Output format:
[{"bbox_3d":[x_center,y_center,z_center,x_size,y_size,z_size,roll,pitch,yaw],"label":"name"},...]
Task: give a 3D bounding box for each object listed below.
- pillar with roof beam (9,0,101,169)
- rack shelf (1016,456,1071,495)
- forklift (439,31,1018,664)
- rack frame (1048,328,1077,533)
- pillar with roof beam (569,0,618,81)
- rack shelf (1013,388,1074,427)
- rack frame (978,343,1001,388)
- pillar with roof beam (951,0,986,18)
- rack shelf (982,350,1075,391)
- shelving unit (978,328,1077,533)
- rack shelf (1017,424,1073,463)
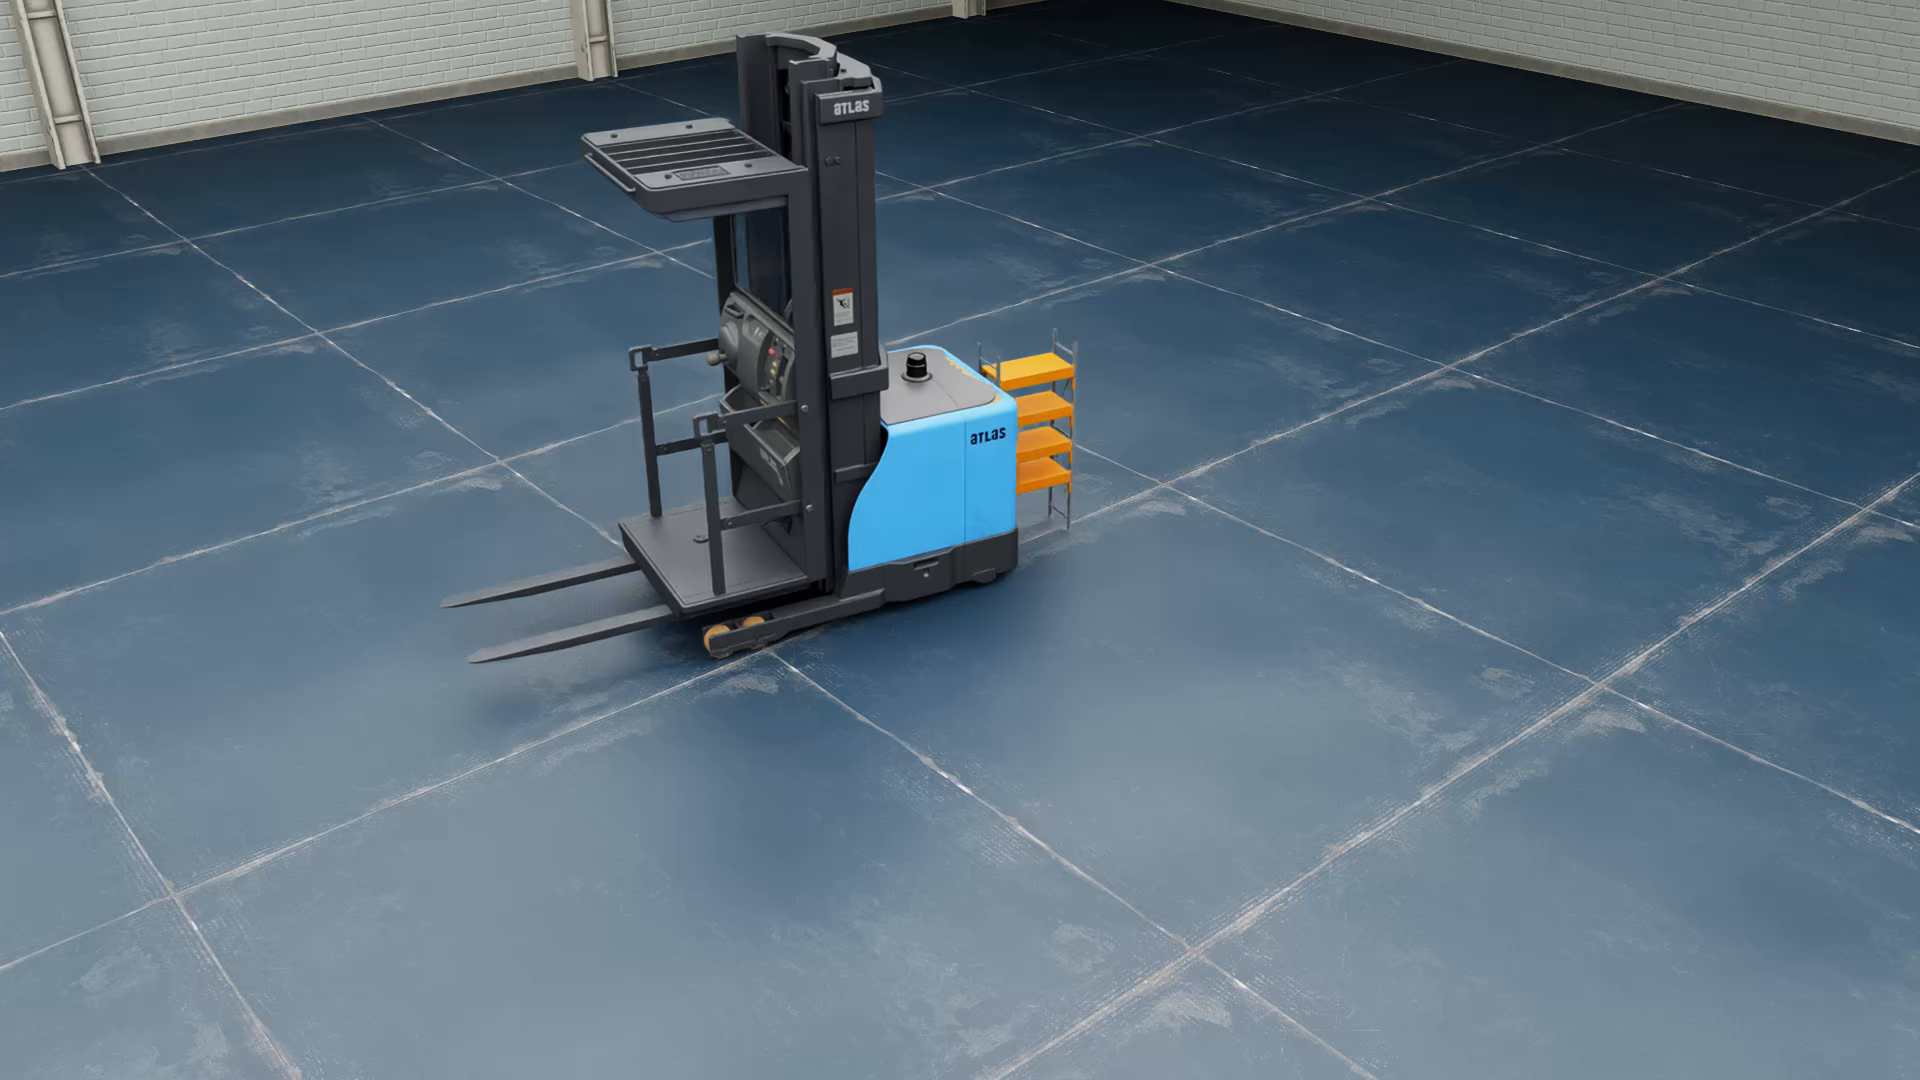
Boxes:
[{"bbox_3d":[-6.211,-6.270,11.935,0.400,9.000,9.100,-22,35,-35],"label":"pillar with roof beam"},{"bbox_3d":[0.377,-0.337,9.671,0.480,0.148,0.258,-14,31,-24],"label":"rack shelf"},{"bbox_3d":[-1.223,-0.966,8.448,3.031,2.935,1.130,-14,31,-24],"label":"forklift"},{"bbox_3d":[0.592,-0.625,9.646,0.015,1.200,0.240,-14,31,-24],"label":"rack frame"},{"bbox_3d":[-1.647,-8.106,15.370,0.400,9.000,9.100,-22,35,-35],"label":"pillar with roof beam"},{"bbox_3d":[0.377,-0.709,9.472,0.480,0.148,0.258,-14,31,-24],"label":"rack shelf"},{"bbox_3d":[0.161,-0.518,9.445,0.015,1.200,0.240,-14,31,-24],"label":"rack frame"},{"bbox_3d":[2.918,-9.941,18.804,0.400,9.000,9.100,-22,35,-35],"label":"pillar with roof beam"},{"bbox_3d":[0.377,-0.918,9.361,0.480,0.148,0.258,-14,31,-24],"label":"rack shelf"},{"bbox_3d":[0.377,-0.571,9.546,0.503,1.200,0.258,-14,31,-24],"label":"shelving unit"},{"bbox_3d":[0.377,-0.512,9.578,0.480,0.148,0.258,-14,31,-24],"label":"rack shelf"}]
